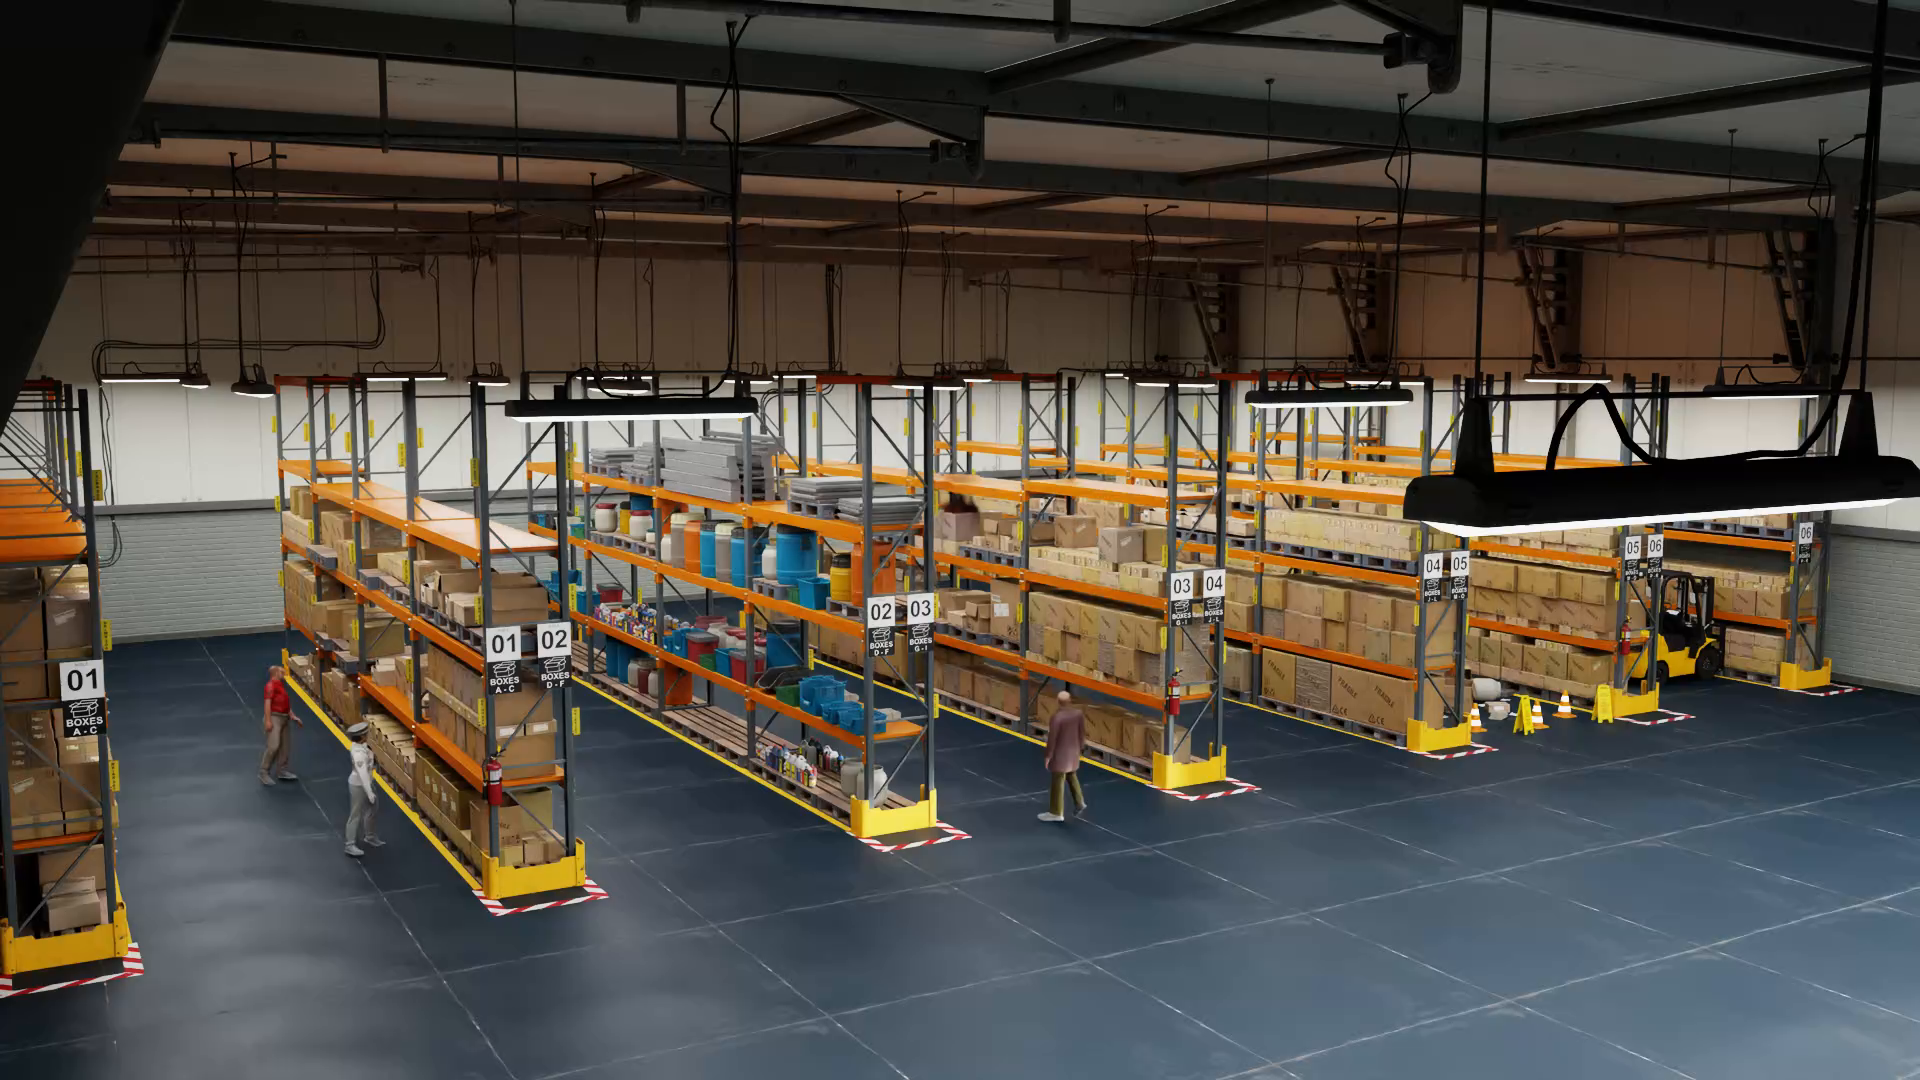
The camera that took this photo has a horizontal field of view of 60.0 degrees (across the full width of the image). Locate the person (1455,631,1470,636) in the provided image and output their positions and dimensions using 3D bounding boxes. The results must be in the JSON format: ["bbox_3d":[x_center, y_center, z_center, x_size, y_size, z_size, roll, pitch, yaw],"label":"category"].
[{"bbox_3d":[10.788,1.613,35.397,0.653,1.735,0.626,3,7,24],"label":"person"}]

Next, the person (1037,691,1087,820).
[{"bbox_3d":[1.450,3.045,22.800,0.690,1.581,0.509,-5,8,-40],"label":"person"}]

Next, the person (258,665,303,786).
[{"bbox_3d":[-10.214,2.762,24.908,0.456,1.729,0.712,1,6,6],"label":"person"}]

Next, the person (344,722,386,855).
[{"bbox_3d":[-7.675,3.181,21.352,0.424,1.715,0.609,-1,6,-7],"label":"person"}]
